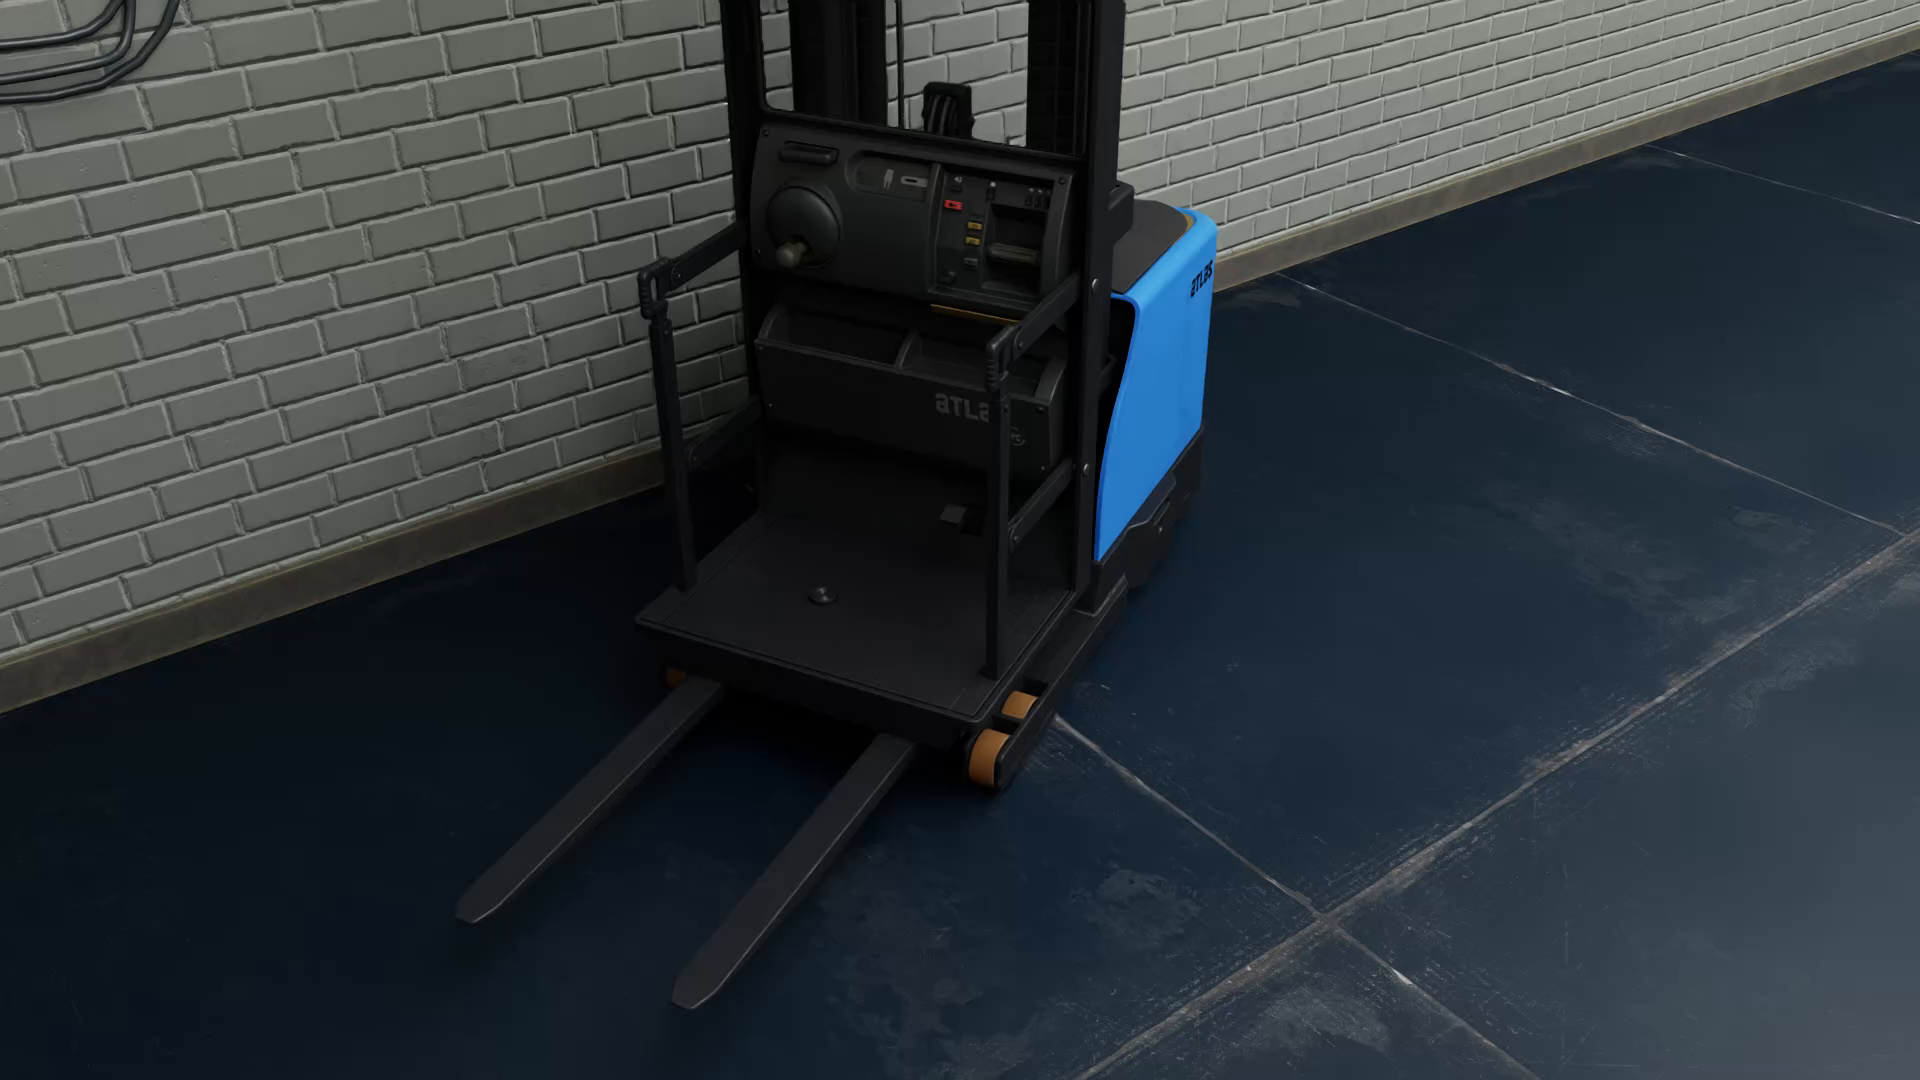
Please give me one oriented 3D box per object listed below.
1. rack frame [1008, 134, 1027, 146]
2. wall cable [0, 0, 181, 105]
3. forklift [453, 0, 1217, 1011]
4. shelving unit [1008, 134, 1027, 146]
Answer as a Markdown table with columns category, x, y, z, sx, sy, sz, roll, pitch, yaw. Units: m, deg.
| category | x | y | z | sx | sy | sz | roll | pitch | yaw |
| --- | --- | --- | --- | --- | --- | --- | --- | --- | --- |
| rack frame | 0.217 | -0.935 | 6.118 | 0.006 | 1.200 | 0.240 | 13 | 34 | 20 |
| wall cable | -3.232 | -1.818 | 3.092 | 3.097 | 2.526 | 0.112 | -22 | 38 | -31 |
| forklift | -0.236 | -0.816 | 4.285 | 1.130 | 2.935 | 3.031 | 14 | 35 | 22 |
| shelving unit | 0.300 | -0.915 | 6.087 | 0.189 | 1.200 | 0.258 | 13 | 34 | 20 |
